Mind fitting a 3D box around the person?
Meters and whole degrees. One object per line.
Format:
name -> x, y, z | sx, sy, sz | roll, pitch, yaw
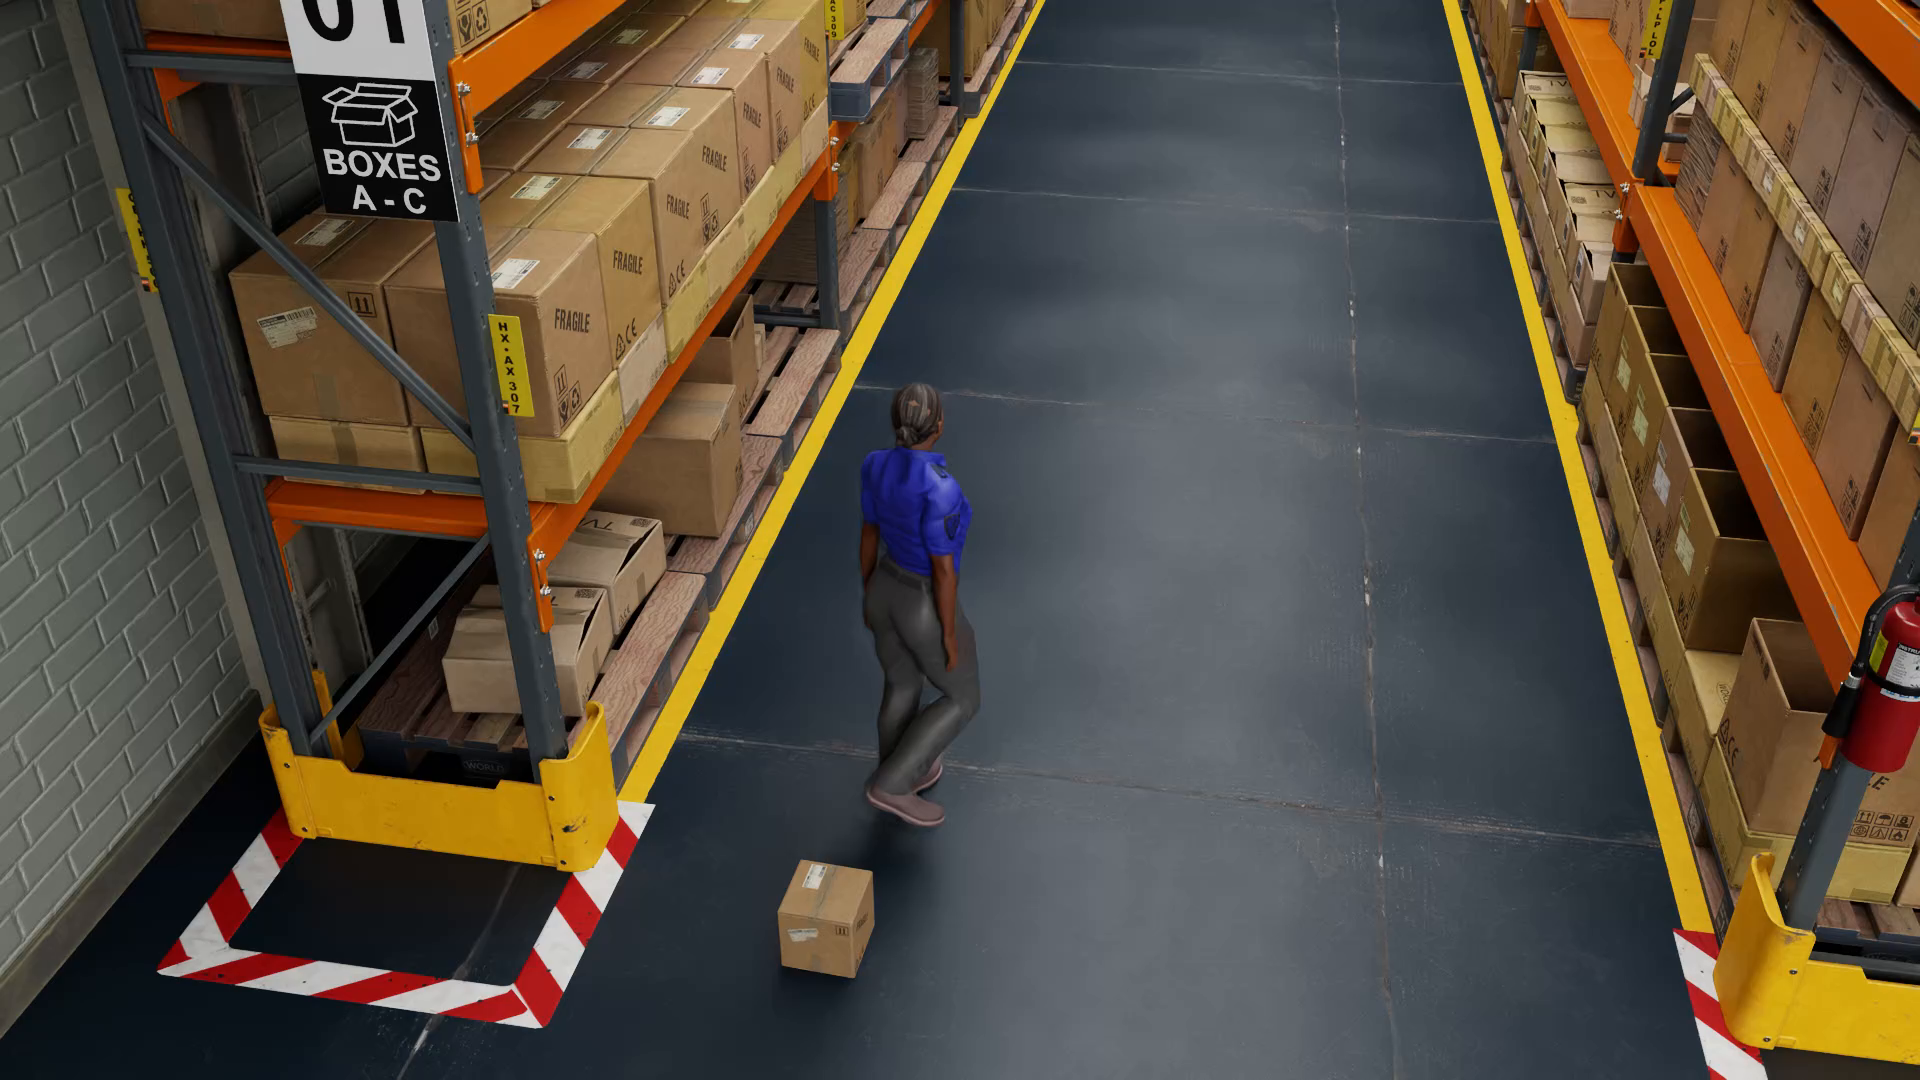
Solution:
person -> -0.194, 0.267, 5.721 | 0.511, 1.652, 0.524 | -28, 42, -36
